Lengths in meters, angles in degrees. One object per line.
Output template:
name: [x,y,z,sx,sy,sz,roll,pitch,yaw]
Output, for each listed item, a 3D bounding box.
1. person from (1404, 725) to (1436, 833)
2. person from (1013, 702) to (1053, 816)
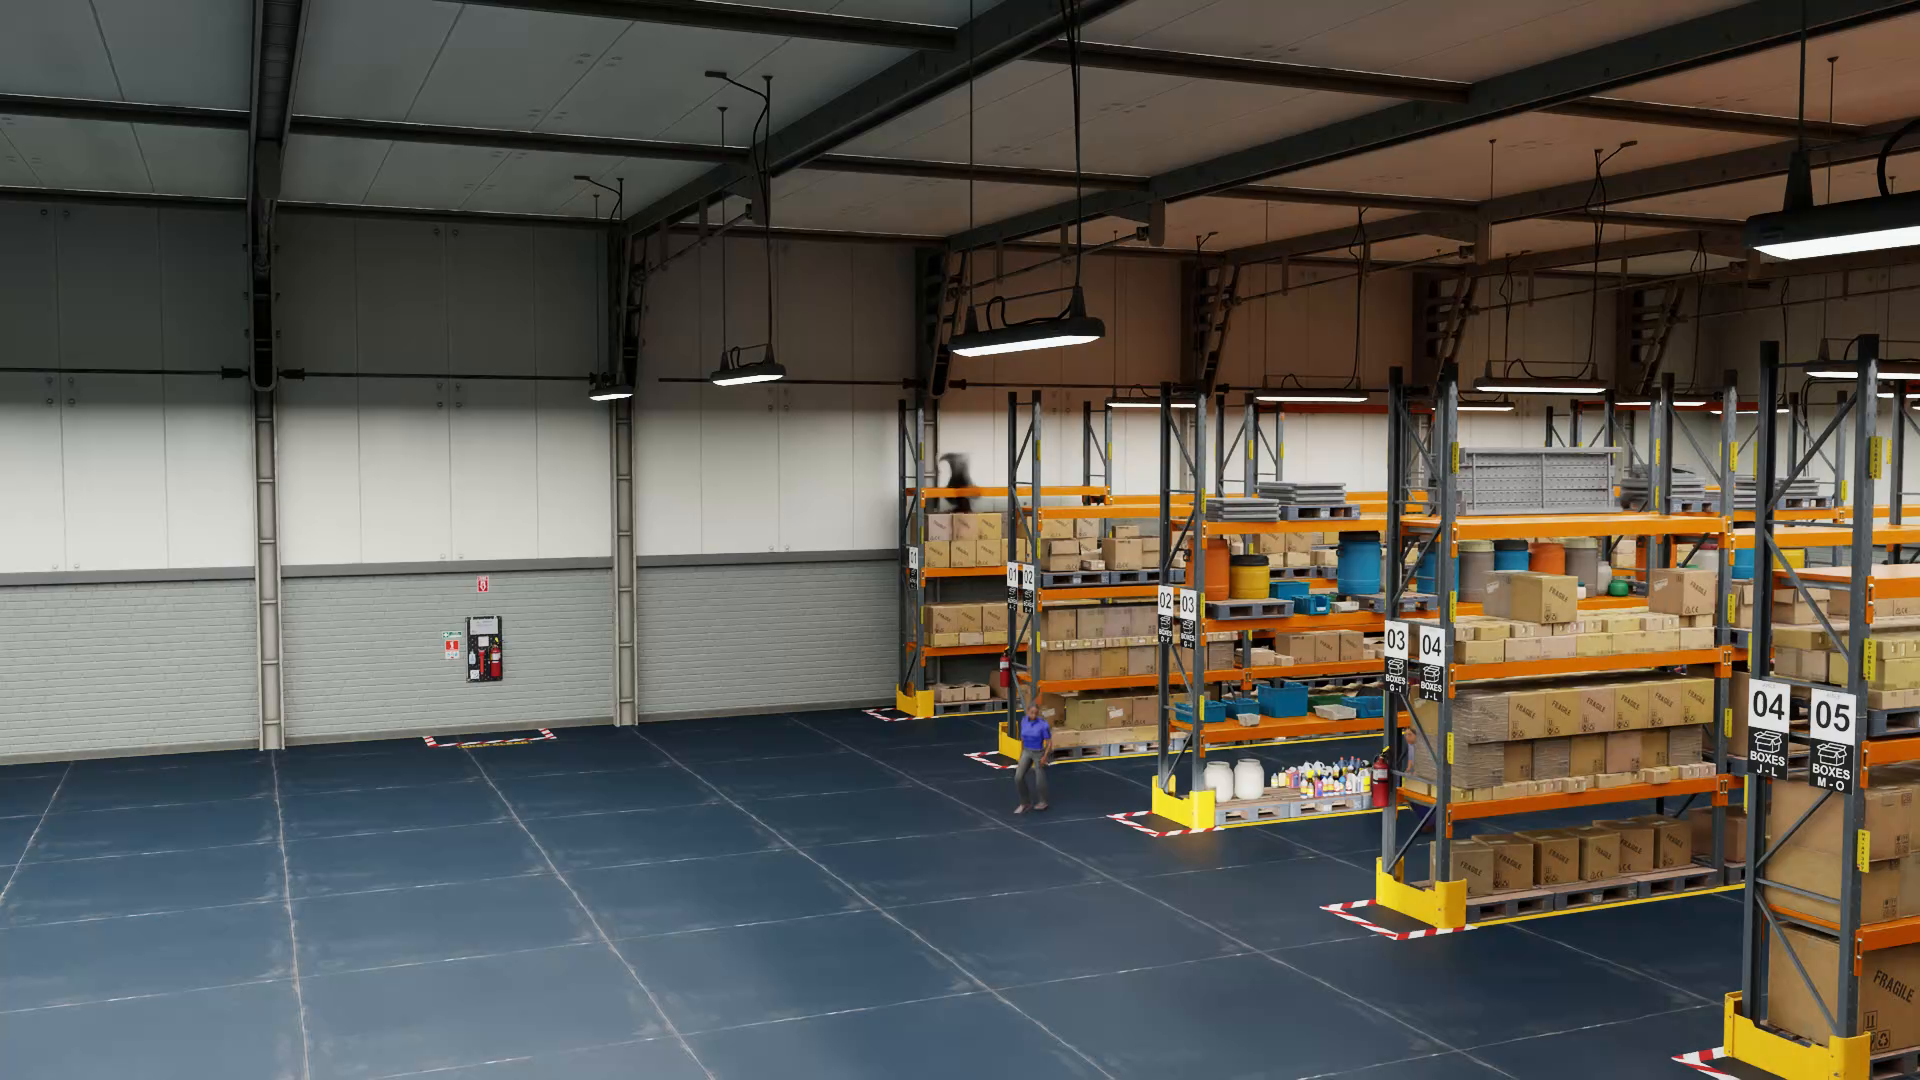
person: [6.246,3.146,22.002,0.911,1.478,0.612,-2,4,-30]
person: [1.063,3.022,23.153,0.561,1.611,0.749,1,4,22]
